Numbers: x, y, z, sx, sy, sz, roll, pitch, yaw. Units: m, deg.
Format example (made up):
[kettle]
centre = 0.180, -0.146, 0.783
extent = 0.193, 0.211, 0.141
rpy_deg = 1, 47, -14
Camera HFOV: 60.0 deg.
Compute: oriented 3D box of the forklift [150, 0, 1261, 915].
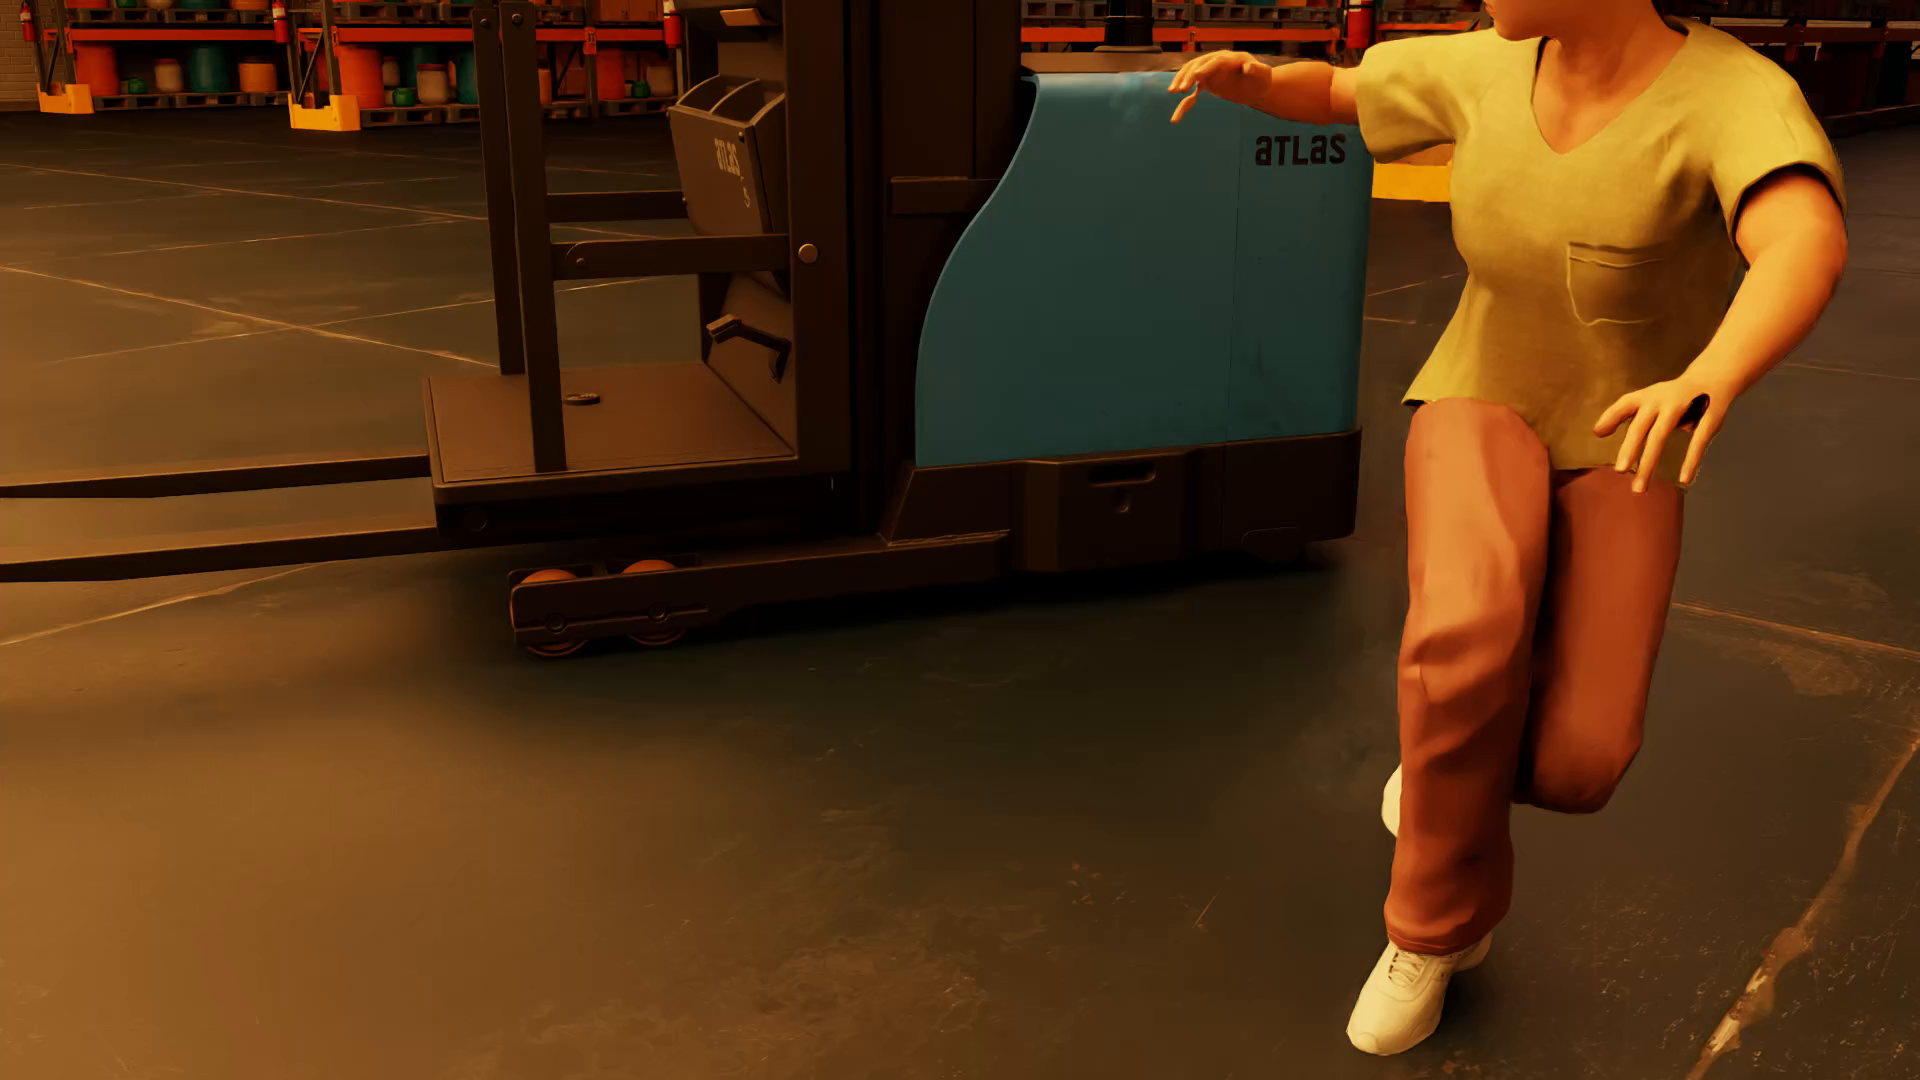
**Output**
[forklift]
centre = -0.187, -1.228, 2.942
extent = 1.130, 2.935, 3.031
rpy_deg = 6, 18, 18
